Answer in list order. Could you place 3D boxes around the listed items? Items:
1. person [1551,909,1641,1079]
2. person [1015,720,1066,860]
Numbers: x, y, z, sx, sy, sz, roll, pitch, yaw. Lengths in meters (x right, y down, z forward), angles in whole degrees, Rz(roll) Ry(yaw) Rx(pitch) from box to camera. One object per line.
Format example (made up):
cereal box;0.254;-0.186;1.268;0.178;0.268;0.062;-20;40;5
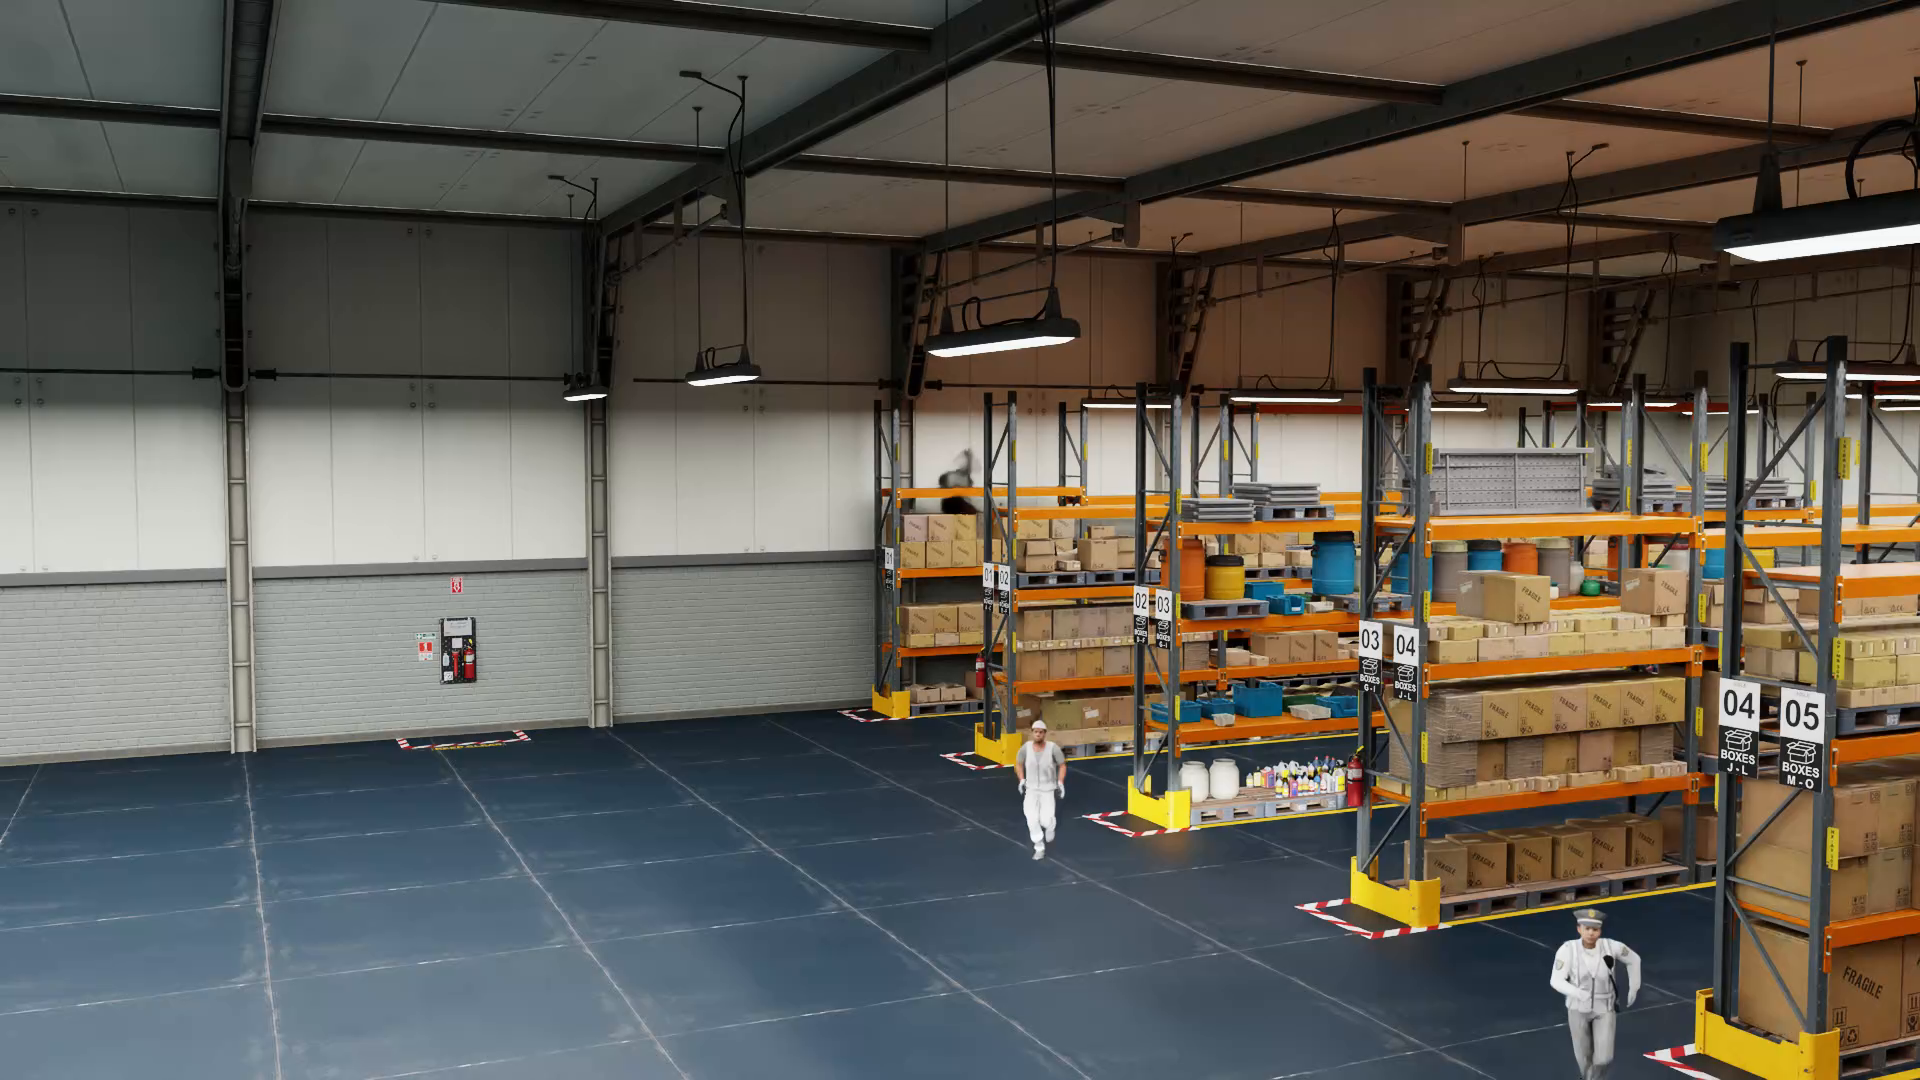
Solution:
person;4.828;3.592;12.635;0.650;1.643;0.708;1;4;19
person;1.004;3.097;20.756;0.646;1.731;0.607;1;3;10
